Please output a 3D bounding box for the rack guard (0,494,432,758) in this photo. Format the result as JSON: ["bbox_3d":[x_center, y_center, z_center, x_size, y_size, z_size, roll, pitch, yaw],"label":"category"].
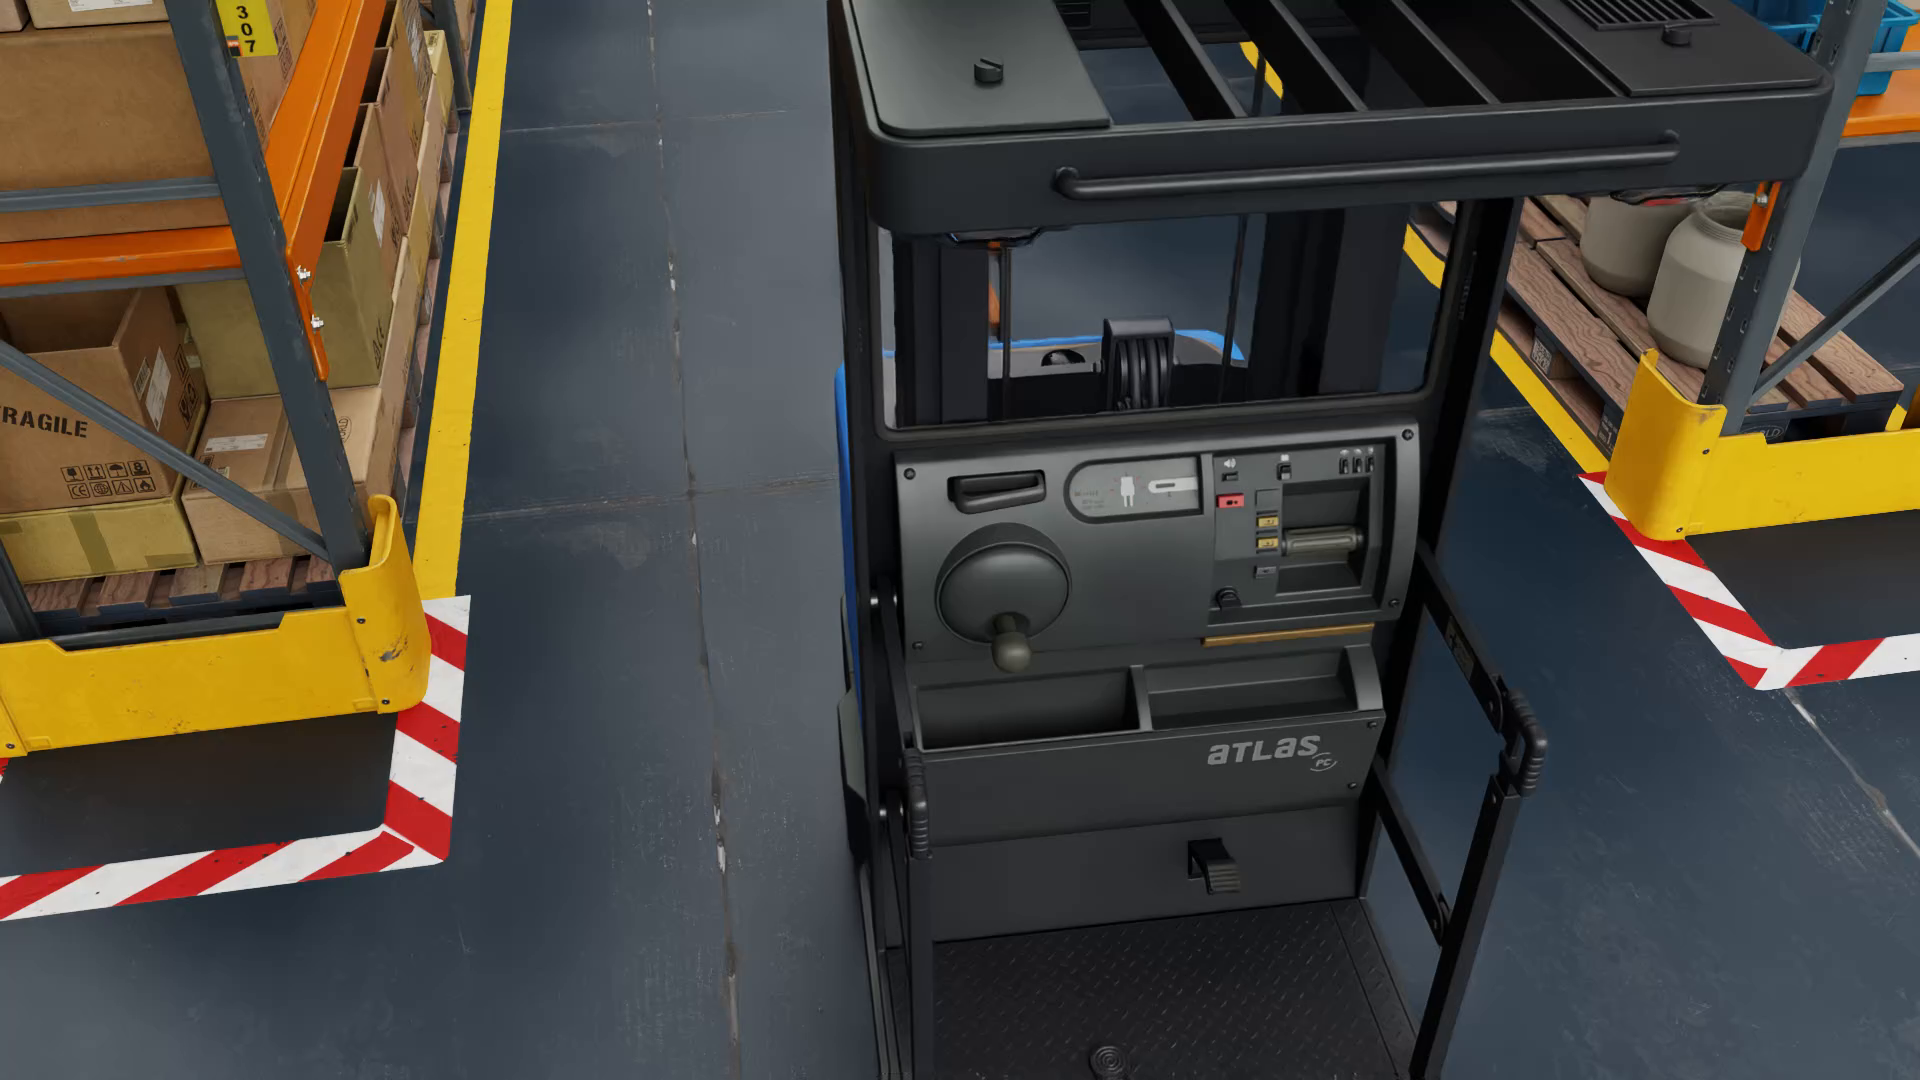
[{"bbox_3d":[-2.103,0.231,4.545,1.175,0.500,0.348,-6,38,-8],"label":"rack guard"}]

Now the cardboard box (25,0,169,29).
[{"bbox_3d":[-1.964,-1.326,3.902,0.380,0.149,0.250,-6,38,-8],"label":"cardboard box"}]

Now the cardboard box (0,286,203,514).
[{"bbox_3d":[-2.494,-0.439,4.657,0.500,0.500,0.500,-6,38,-8],"label":"cardboard box"}]

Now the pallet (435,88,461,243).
[{"bbox_3d":[-2.710,-1.601,7.138,1.003,0.211,1.213,-6,38,-8],"label":"pallet"}]

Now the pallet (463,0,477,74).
[{"bbox_3d":[-2.976,-2.526,8.330,1.003,0.211,1.213,-6,38,-8],"label":"pallet"}]

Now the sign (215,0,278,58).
[{"bbox_3d":[-1.559,-1.200,3.579,0.100,0.325,0.005,-6,38,-8],"label":"sign"}]

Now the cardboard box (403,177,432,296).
[{"bbox_3d":[-2.243,-1.105,6.126,0.500,0.250,0.500,-6,38,-8],"label":"cardboard box"}]

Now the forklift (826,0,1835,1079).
[{"bbox_3d":[1.029,-1.891,4.670,3.137,3.703,8.240,-5,38,-6],"label":"forklift"}]

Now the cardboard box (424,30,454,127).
[{"bbox_3d":[-2.512,-2.010,7.291,0.500,0.250,0.500,-6,38,-8],"label":"cardboard box"}]

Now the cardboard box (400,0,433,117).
[{"bbox_3d":[-2.436,-2.003,6.671,0.500,0.500,0.500,-6,38,-8],"label":"cardboard box"}]

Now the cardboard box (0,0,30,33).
[{"bbox_3d":[-2.362,-1.276,3.838,0.380,0.149,0.250,-7,38,-9],"label":"cardboard box"}]

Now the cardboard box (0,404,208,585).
[{"bbox_3d":[-2.492,-0.143,4.888,0.500,0.250,0.500,-6,38,-8],"label":"cardboard box"}]

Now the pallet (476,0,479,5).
[{"bbox_3d":[-3.193,-3.265,9.280,1.003,0.211,1.213,-6,38,-8],"label":"pallet"}]

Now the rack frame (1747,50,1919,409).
[{"bbox_3d":[2.774,-1.301,4.480,0.949,2.616,0.053,-6,38,-8],"label":"rack frame"}]

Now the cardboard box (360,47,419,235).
[{"bbox_3d":[-2.242,-1.401,5.896,0.500,0.500,0.500,-6,38,-8],"label":"cardboard box"}]

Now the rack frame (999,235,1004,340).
[{"bbox_3d":[0.014,-0.426,4.821,0.240,1.200,0.015,-6,38,-8],"label":"rack frame"}]

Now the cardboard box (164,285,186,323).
[{"bbox_3d":[-2.684,-1.041,5.433,0.500,0.500,0.500,-6,38,-8],"label":"cardboard box"}]

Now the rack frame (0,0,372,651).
[{"bbox_3d":[-2.107,-0.771,3.797,1.000,3.000,0.127,-6,38,-8],"label":"rack frame"}]

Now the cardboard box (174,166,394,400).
[{"bbox_3d":[-2.072,-0.796,5.118,0.500,0.500,0.500,-6,38,-8],"label":"cardboard box"}]

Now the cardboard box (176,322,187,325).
[{"bbox_3d":[-2.681,-0.745,5.663,0.500,0.250,0.500,-6,38,-8],"label":"cardboard box"}]

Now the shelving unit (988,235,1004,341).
[{"bbox_3d":[-0.029,-0.574,5.011,0.258,1.200,0.503,-6,38,-8],"label":"shelving unit"}]

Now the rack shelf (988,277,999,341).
[{"bbox_3d":[-0.029,-0.697,4.915,0.258,0.148,0.480,-6,38,-8],"label":"rack shelf"}]

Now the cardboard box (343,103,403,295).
[{"bbox_3d":[-2.172,-1.097,5.505,0.500,0.500,0.500,-6,38,-8],"label":"cardboard box"}]

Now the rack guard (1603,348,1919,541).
[{"bbox_3d":[2.711,-0.355,5.299,1.175,0.500,0.348,-6,38,-8],"label":"rack guard"}]

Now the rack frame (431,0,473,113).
[{"bbox_3d":[-2.808,-3.187,6.907,1.000,3.000,0.127,-6,38,-8],"label":"rack frame"}]

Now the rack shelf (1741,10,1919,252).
[{"bbox_3d":[2.420,-2.225,6.255,1.077,0.370,4.000,-6,38,-8],"label":"rack shelf"}]

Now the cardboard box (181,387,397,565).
[{"bbox_3d":[-1.982,-0.198,4.959,0.500,0.250,0.500,-6,38,-8],"label":"cardboard box"}]

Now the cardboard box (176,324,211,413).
[{"bbox_3d":[-2.591,-0.443,5.275,0.500,0.250,0.500,-6,38,-8],"label":"cardboard box"}]

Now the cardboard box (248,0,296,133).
[{"bbox_3d":[-2.273,-1.410,4.538,0.700,0.500,0.500,-5,38,-7],"label":"cardboard box"}]

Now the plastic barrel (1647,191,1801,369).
[{"bbox_3d":[2.580,-0.874,5.615,0.421,0.512,0.421,0,38,0],"label":"plastic barrel"}]

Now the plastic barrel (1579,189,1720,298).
[{"bbox_3d":[2.492,-1.176,6.005,0.421,0.512,0.421,0,38,0],"label":"plastic barrel"}]

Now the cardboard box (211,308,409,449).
[{"bbox_3d":[-2.073,-0.500,5.348,0.500,0.250,0.500,-6,38,-8],"label":"cardboard box"}]

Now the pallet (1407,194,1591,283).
[{"bbox_3d":[2.363,-1.467,6.967,1.003,0.211,1.213,-6,38,-8],"label":"pallet"}]

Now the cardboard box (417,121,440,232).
[{"bbox_3d":[-2.332,-1.406,6.514,0.500,0.250,0.500,-6,38,-8],"label":"cardboard box"}]

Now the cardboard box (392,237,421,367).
[{"bbox_3d":[-2.160,-0.802,5.736,0.500,0.250,0.500,-6,38,-8],"label":"cardboard box"}]

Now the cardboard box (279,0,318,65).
[{"bbox_3d":[-2.354,-1.711,4.925,0.700,0.500,0.500,-6,38,-8],"label":"cardboard box"}]

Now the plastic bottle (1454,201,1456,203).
[{"bbox_3d":[2.017,-1.432,6.570,0.097,0.201,0.097,0,38,0],"label":"plastic bottle"}]

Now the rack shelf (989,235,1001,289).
[{"bbox_3d":[-0.029,-0.884,4.770,0.258,0.148,0.480,-6,38,-8],"label":"rack shelf"}]

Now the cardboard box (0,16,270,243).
[{"bbox_3d":[-2.176,-1.093,4.131,0.700,0.500,0.500,-6,38,-8],"label":"cardboard box"}]

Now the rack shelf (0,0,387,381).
[{"bbox_3d":[-2.458,-1.694,5.572,1.077,0.370,4.000,-6,38,-8],"label":"rack shelf"}]

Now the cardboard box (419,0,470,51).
[{"bbox_3d":[-2.635,-2.537,7.969,0.500,0.250,0.500,-7,38,-9],"label":"cardboard box"}]

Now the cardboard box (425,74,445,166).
[{"bbox_3d":[-2.434,-1.707,6.901,0.500,0.250,0.500,-6,38,-8],"label":"cardboard box"}]

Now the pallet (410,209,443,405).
[{"bbox_3d":[-2.493,-0.862,6.188,1.003,0.211,1.213,-6,38,-8],"label":"pallet"}]

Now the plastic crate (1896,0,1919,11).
[{"bbox_3d":[2.930,-1.772,5.301,0.298,0.136,0.250,-6,38,-8],"label":"plastic crate"}]

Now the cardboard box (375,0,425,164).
[{"bbox_3d":[-2.344,-1.701,6.283,0.500,0.500,0.500,-6,38,-8],"label":"cardboard box"}]
